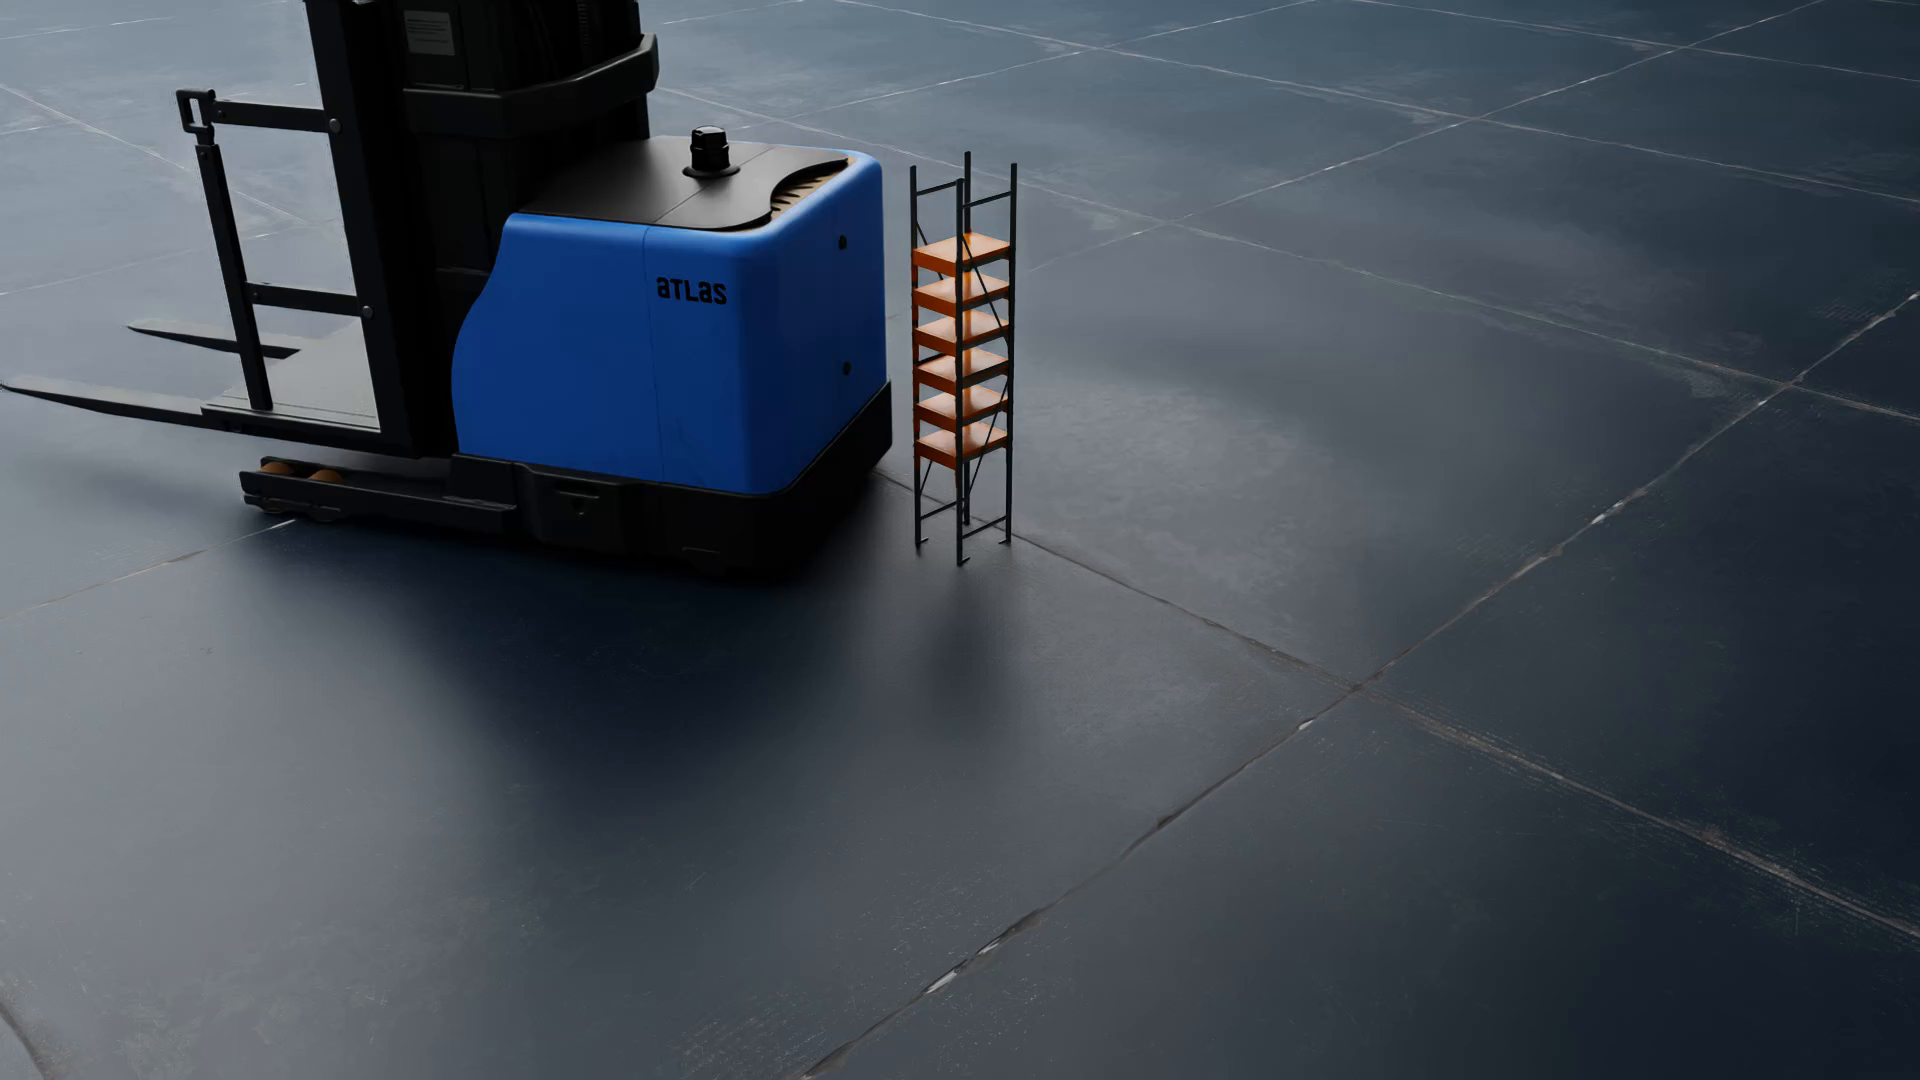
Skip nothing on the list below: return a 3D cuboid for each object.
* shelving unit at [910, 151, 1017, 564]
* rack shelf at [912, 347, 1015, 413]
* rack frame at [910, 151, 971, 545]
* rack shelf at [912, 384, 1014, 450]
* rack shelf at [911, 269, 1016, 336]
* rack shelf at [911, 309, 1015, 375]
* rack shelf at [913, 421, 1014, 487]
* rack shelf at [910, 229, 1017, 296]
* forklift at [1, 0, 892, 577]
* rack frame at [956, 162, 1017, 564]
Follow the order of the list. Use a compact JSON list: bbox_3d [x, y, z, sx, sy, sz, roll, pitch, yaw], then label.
[{"bbox_3d":[0.010,-0.526,4.962,0.189,1.200,0.258,25,36,38],"label":"shelving unit"},{"bbox_3d":[0.010,-0.487,4.982,0.180,0.103,0.258,25,36,38],"label":"rack shelf"},{"bbox_3d":[-0.055,-0.556,5.019,0.006,1.200,0.240,25,36,38],"label":"rack frame"},{"bbox_3d":[0.010,-0.381,5.038,0.180,0.103,0.258,25,36,38],"label":"rack shelf"},{"bbox_3d":[0.010,-0.699,4.871,0.180,0.103,0.258,25,36,38],"label":"rack shelf"},{"bbox_3d":[0.010,-0.593,4.927,0.180,0.103,0.258,25,36,38],"label":"rack shelf"},{"bbox_3d":[0.010,-0.275,5.094,0.180,0.103,0.258,25,36,38],"label":"rack shelf"},{"bbox_3d":[0.010,-0.806,4.815,0.180,0.103,0.258,25,36,38],"label":"rack shelf"},{"bbox_3d":[-1.808,-1.578,5.101,3.031,2.935,1.130,8,29,16],"label":"forklift"},{"bbox_3d":[0.076,-0.496,4.905,0.006,1.200,0.240,25,36,38],"label":"rack frame"}]
